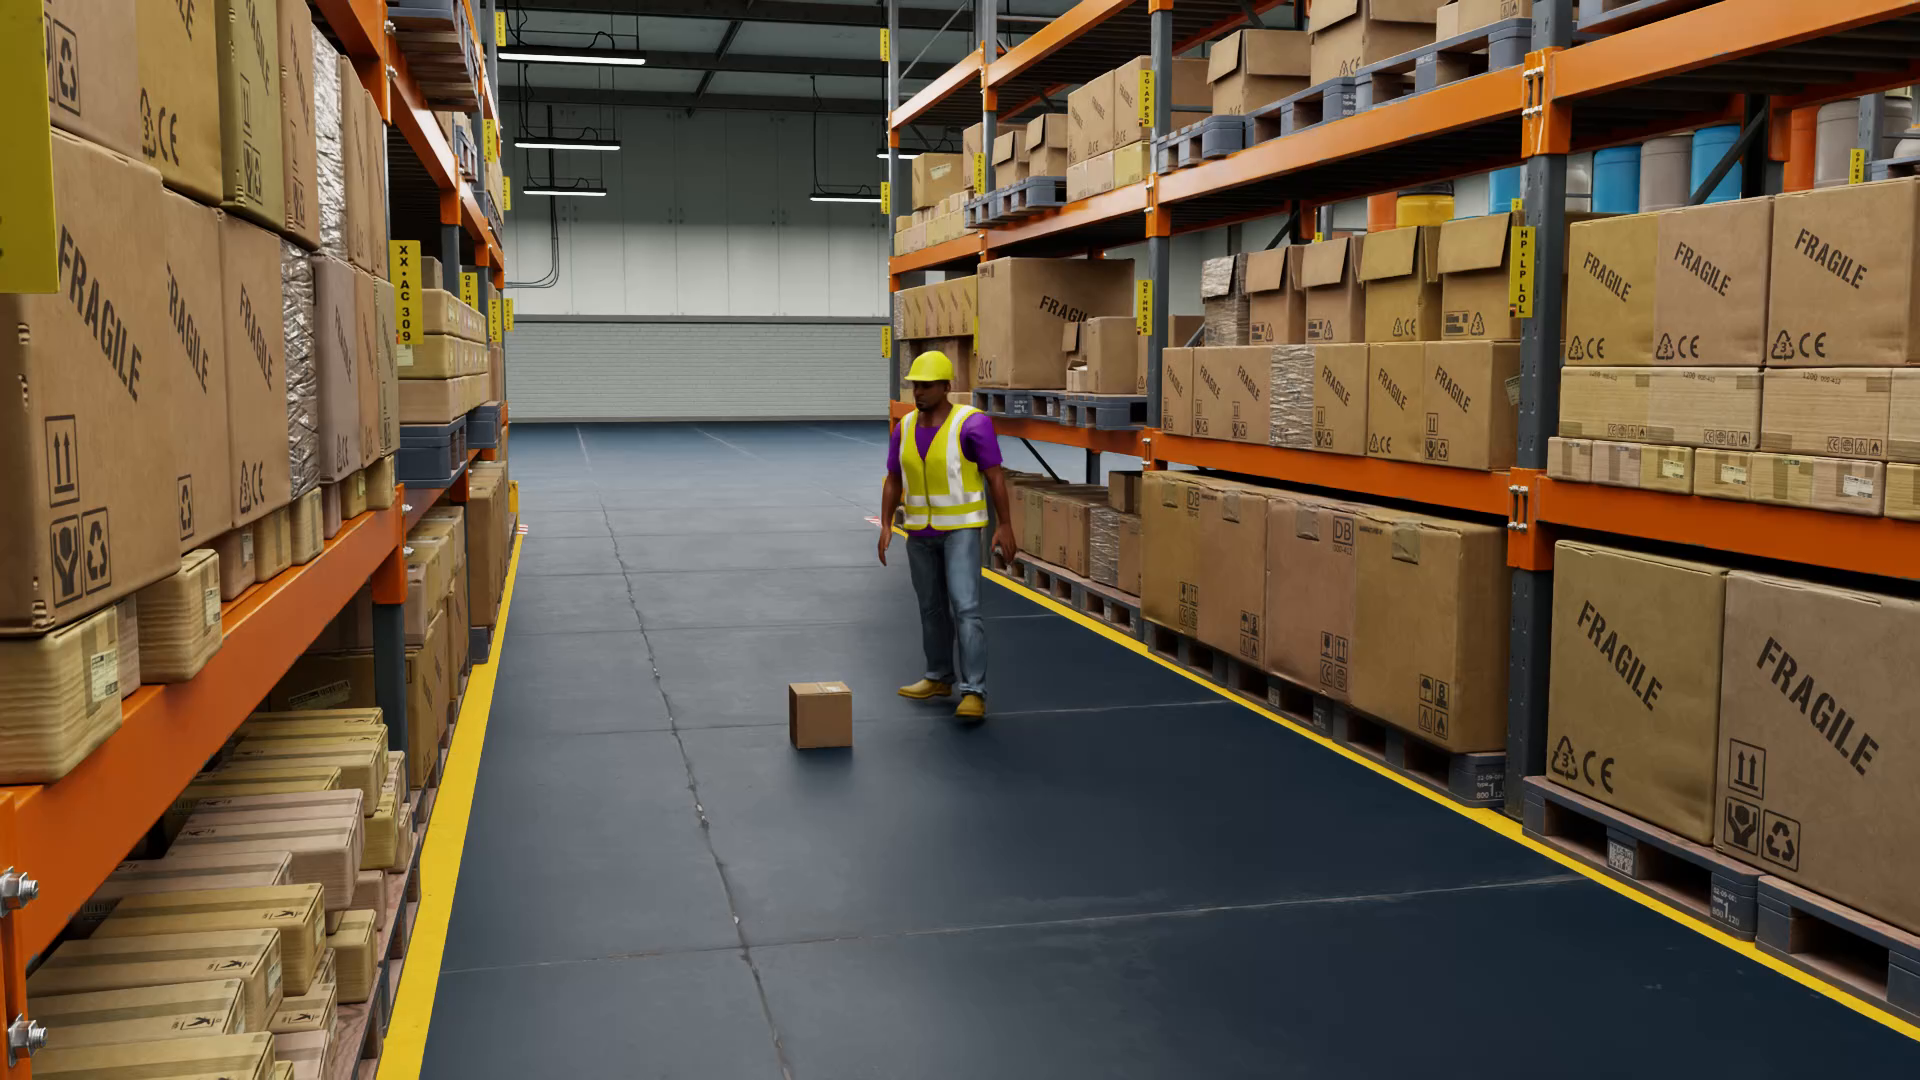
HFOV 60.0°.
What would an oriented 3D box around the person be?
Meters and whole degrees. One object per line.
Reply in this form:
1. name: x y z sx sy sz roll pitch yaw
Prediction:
1. person: -0.095 -0.041 8.098 0.732 1.749 0.692 4 7 30
